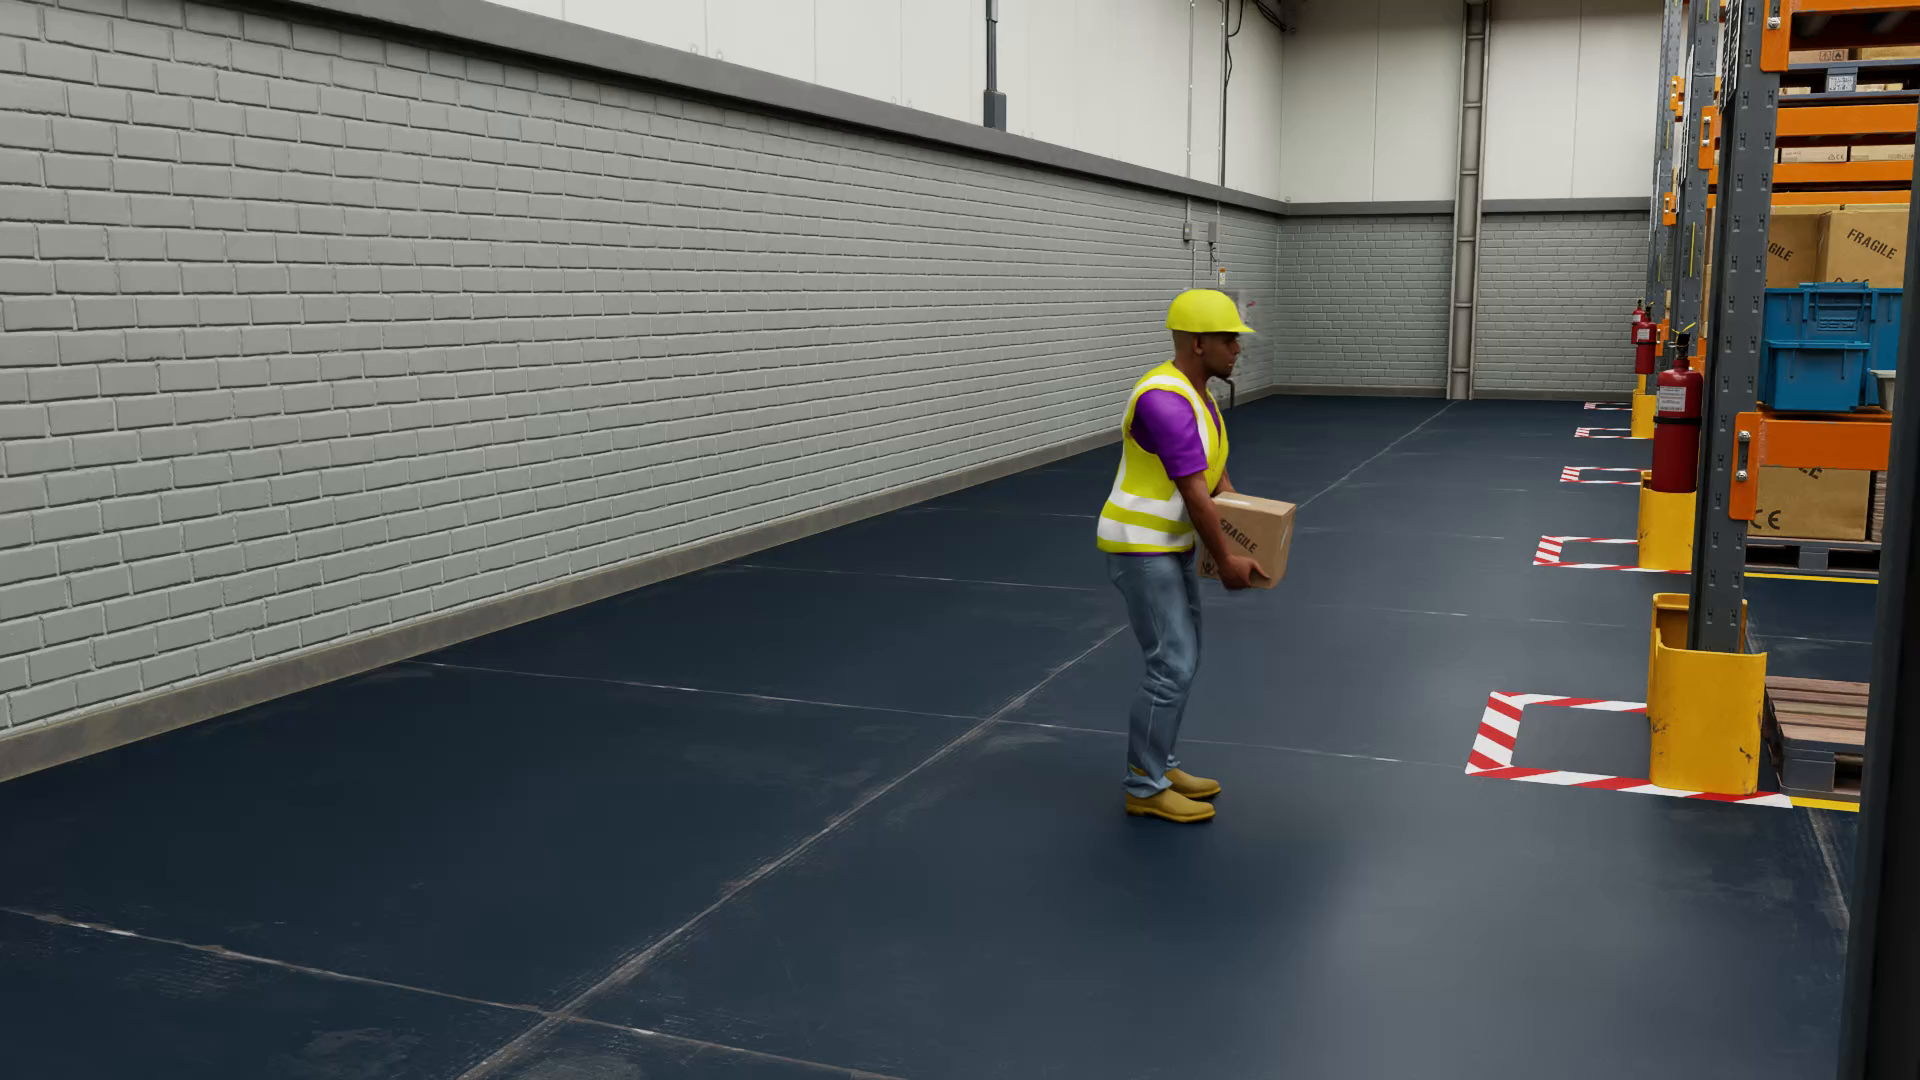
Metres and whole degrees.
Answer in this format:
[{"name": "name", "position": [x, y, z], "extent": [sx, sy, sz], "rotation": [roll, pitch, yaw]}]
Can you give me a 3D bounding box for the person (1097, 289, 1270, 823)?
[{"name": "person", "position": [0.765, 0.044, 5.548], "extent": [0.589, 1.744, 0.503], "rotation": [3, 9, 20]}]
